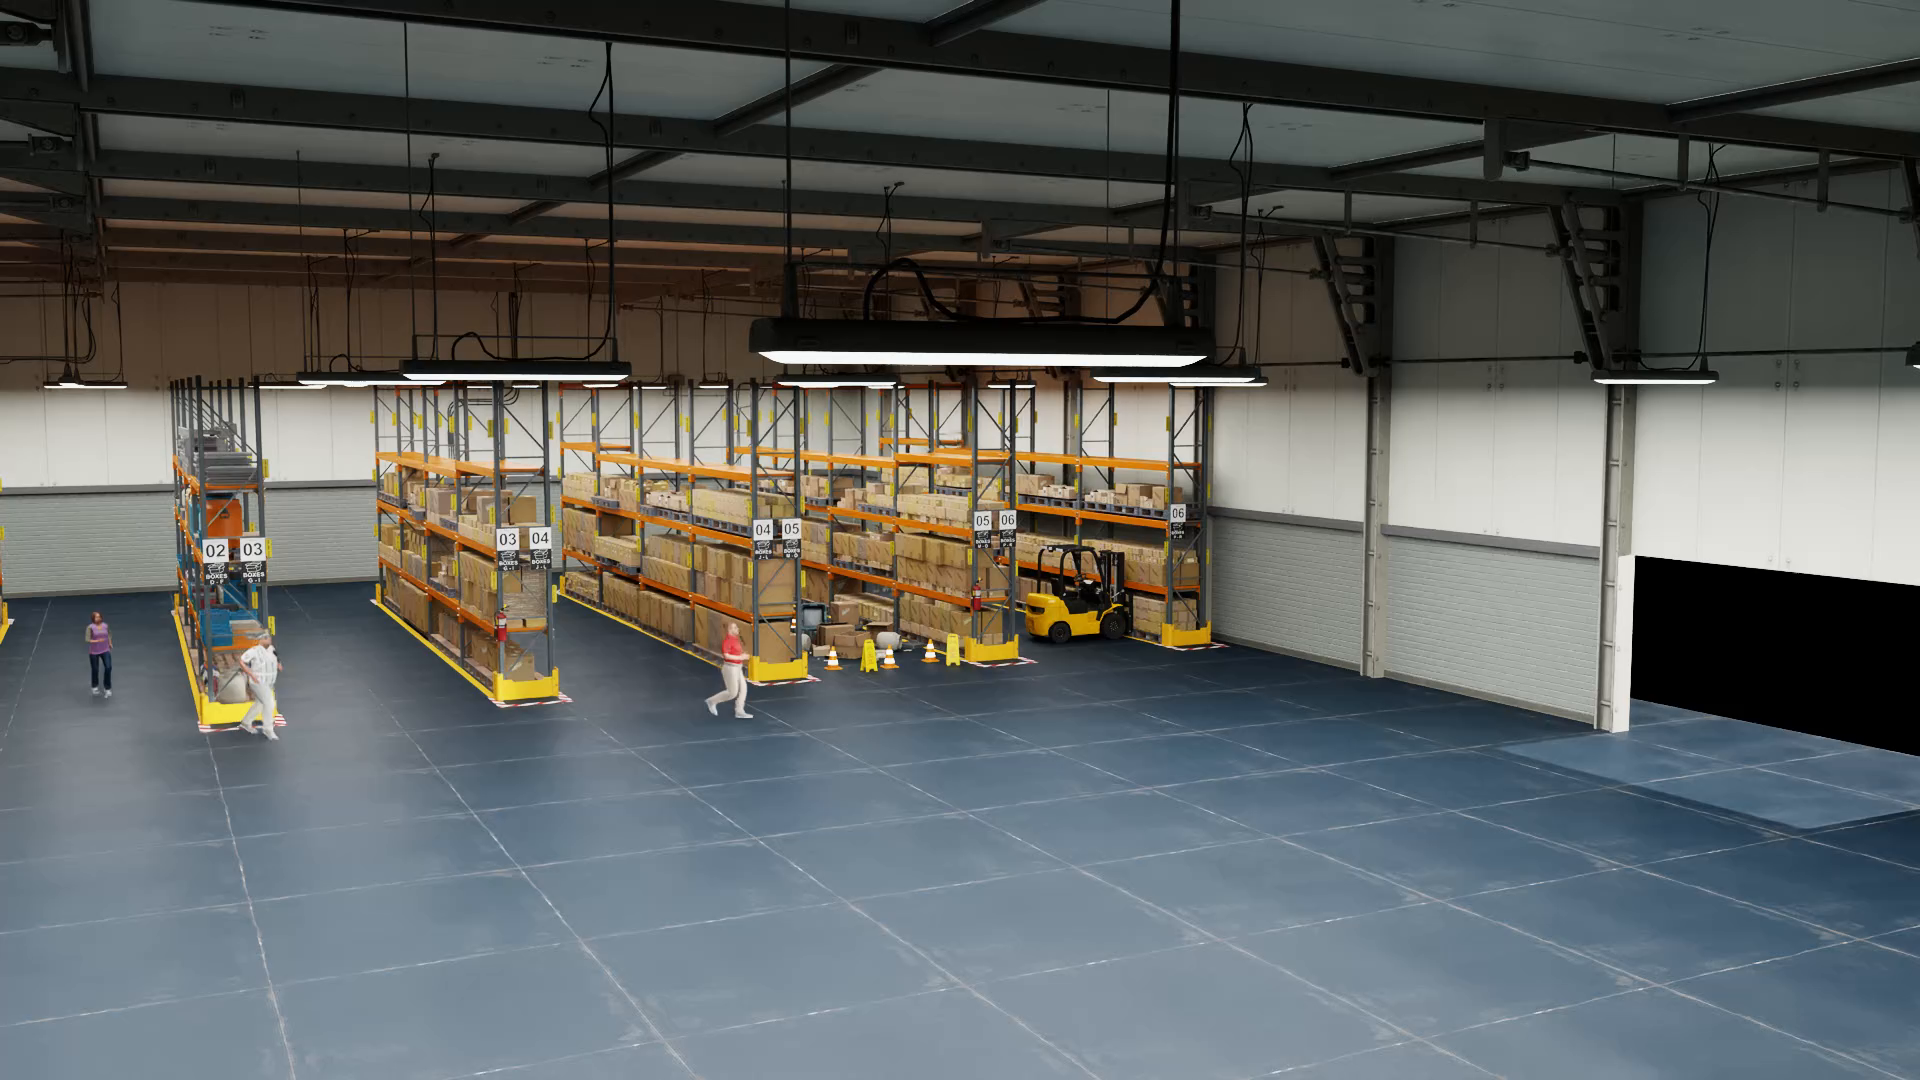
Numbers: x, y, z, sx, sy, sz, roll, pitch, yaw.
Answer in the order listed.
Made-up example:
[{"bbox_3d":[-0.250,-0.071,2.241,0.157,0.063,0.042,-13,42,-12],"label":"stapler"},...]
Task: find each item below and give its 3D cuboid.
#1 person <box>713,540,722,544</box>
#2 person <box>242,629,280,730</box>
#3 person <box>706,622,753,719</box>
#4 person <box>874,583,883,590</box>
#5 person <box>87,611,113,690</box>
[{"bbox_3d":[-7.312,0.404,50.694,0.635,1.670,0.583,-1,5,-8],"label":"person"},{"bbox_3d":[-11.637,2.299,27.613,0.659,1.668,0.456,1,5,11],"label":"person"},{"bbox_3d":[-4.032,2.281,29.106,0.817,1.698,0.676,1,5,6],"label":"person"},{"bbox_3d":[-2.229,0.617,44.978,0.542,1.495,0.522,-4,7,-41],"label":"person"},{"bbox_3d":[-16.131,2.069,31.195,0.468,1.480,0.708,-4,7,-39],"label":"person"}]
